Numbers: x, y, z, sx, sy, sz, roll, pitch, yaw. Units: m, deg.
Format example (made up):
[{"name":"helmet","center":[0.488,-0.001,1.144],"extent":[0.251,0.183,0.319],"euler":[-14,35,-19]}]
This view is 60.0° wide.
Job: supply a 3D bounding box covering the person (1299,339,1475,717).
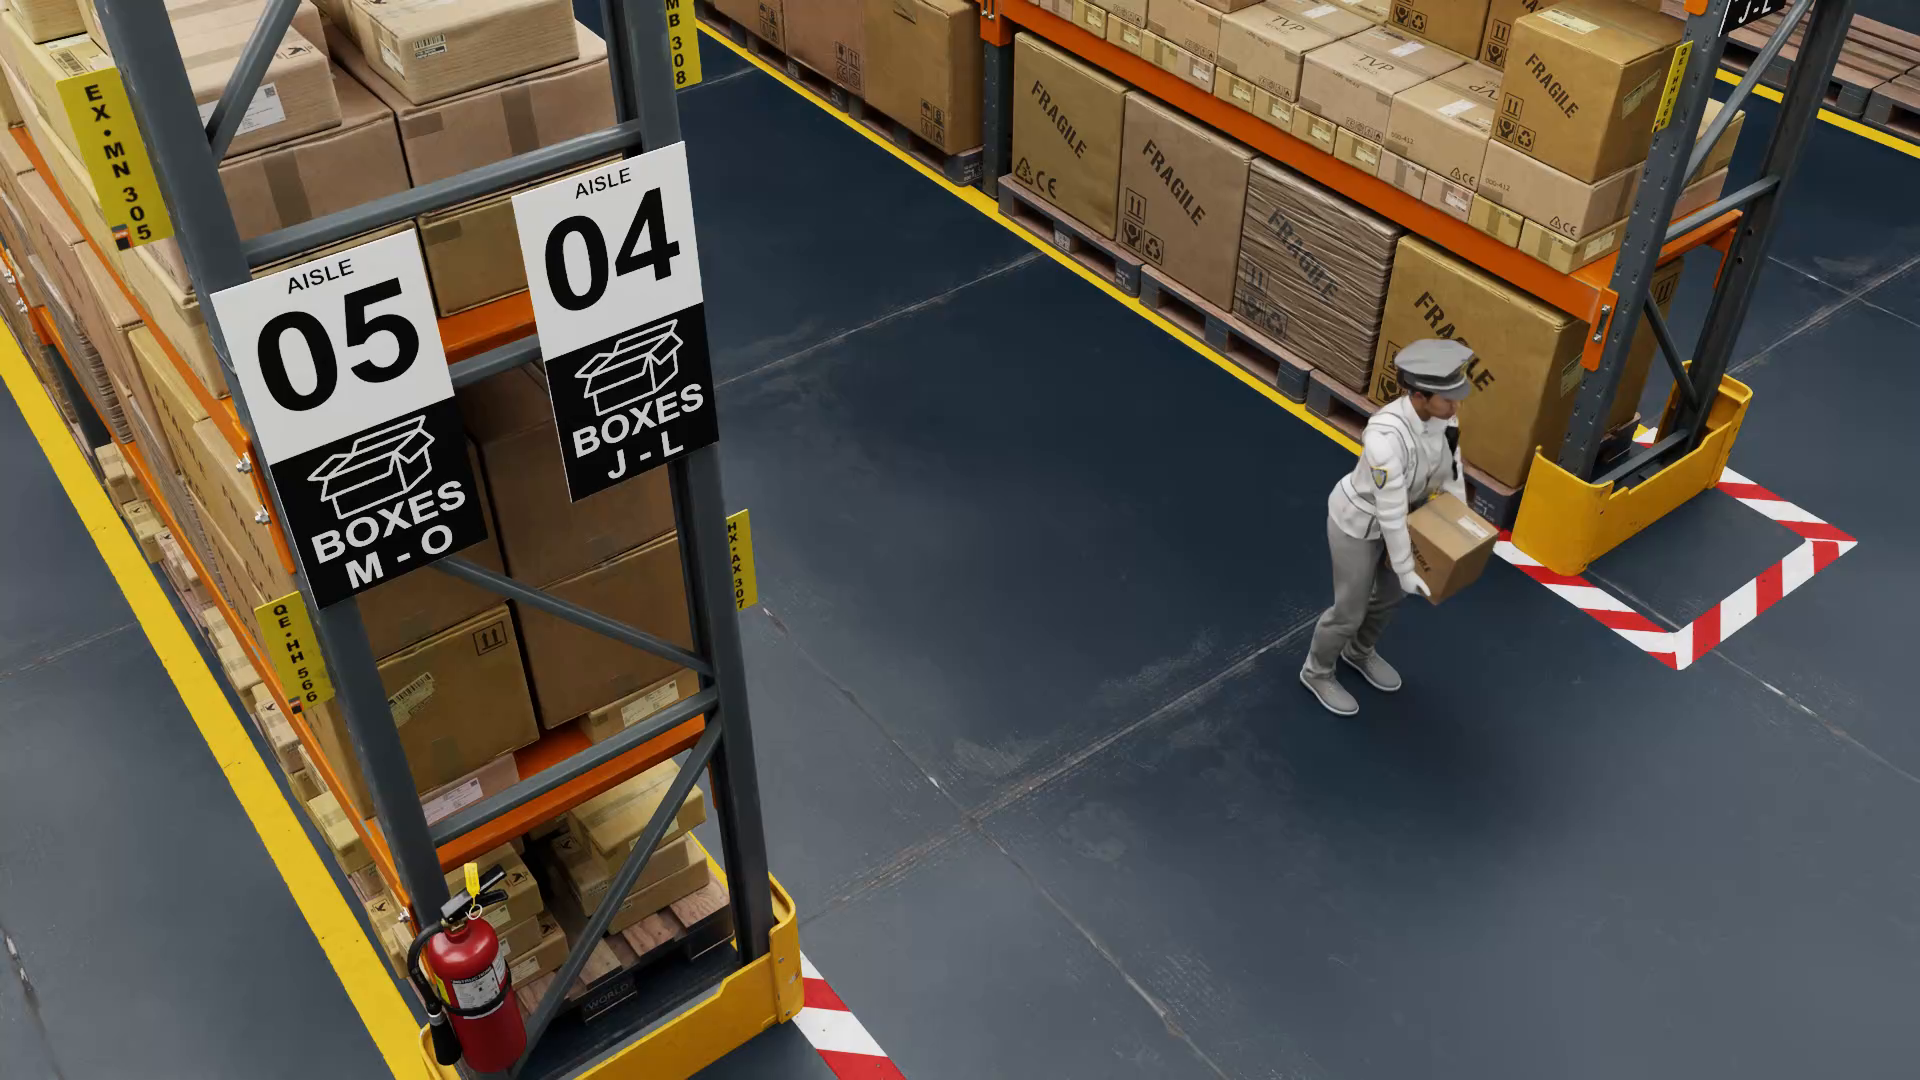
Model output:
[{"name":"person","center":[1.633,-0.014,6.179],"extent":[0.415,1.665,0.542],"euler":[-27,48,-28]}]
